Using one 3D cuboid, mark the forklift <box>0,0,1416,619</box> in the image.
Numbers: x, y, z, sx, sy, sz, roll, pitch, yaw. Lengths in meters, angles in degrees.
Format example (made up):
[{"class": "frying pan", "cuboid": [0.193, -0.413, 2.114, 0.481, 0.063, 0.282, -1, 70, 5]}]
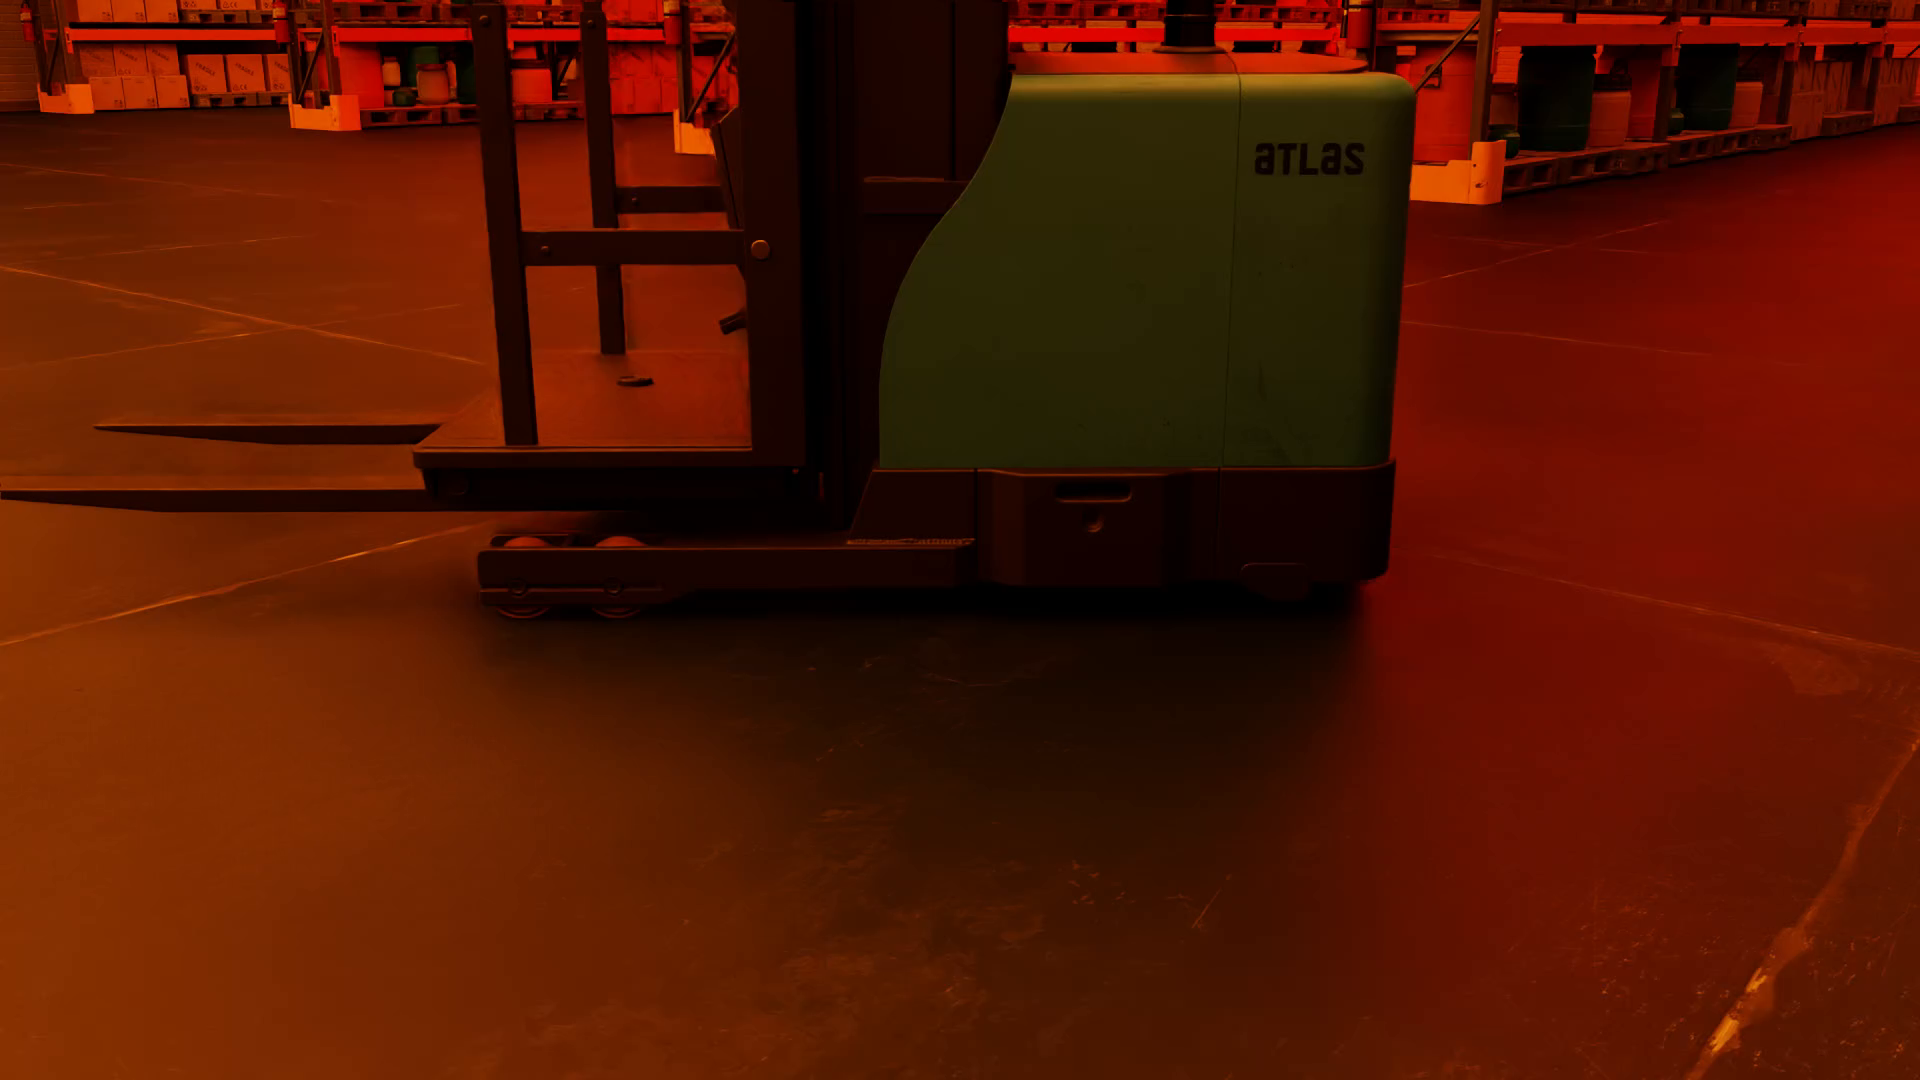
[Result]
[{"class": "forklift", "cuboid": [-0.621, -1.395, 3.492, 3.031, 2.935, 1.130, 0, 17, -1]}]
